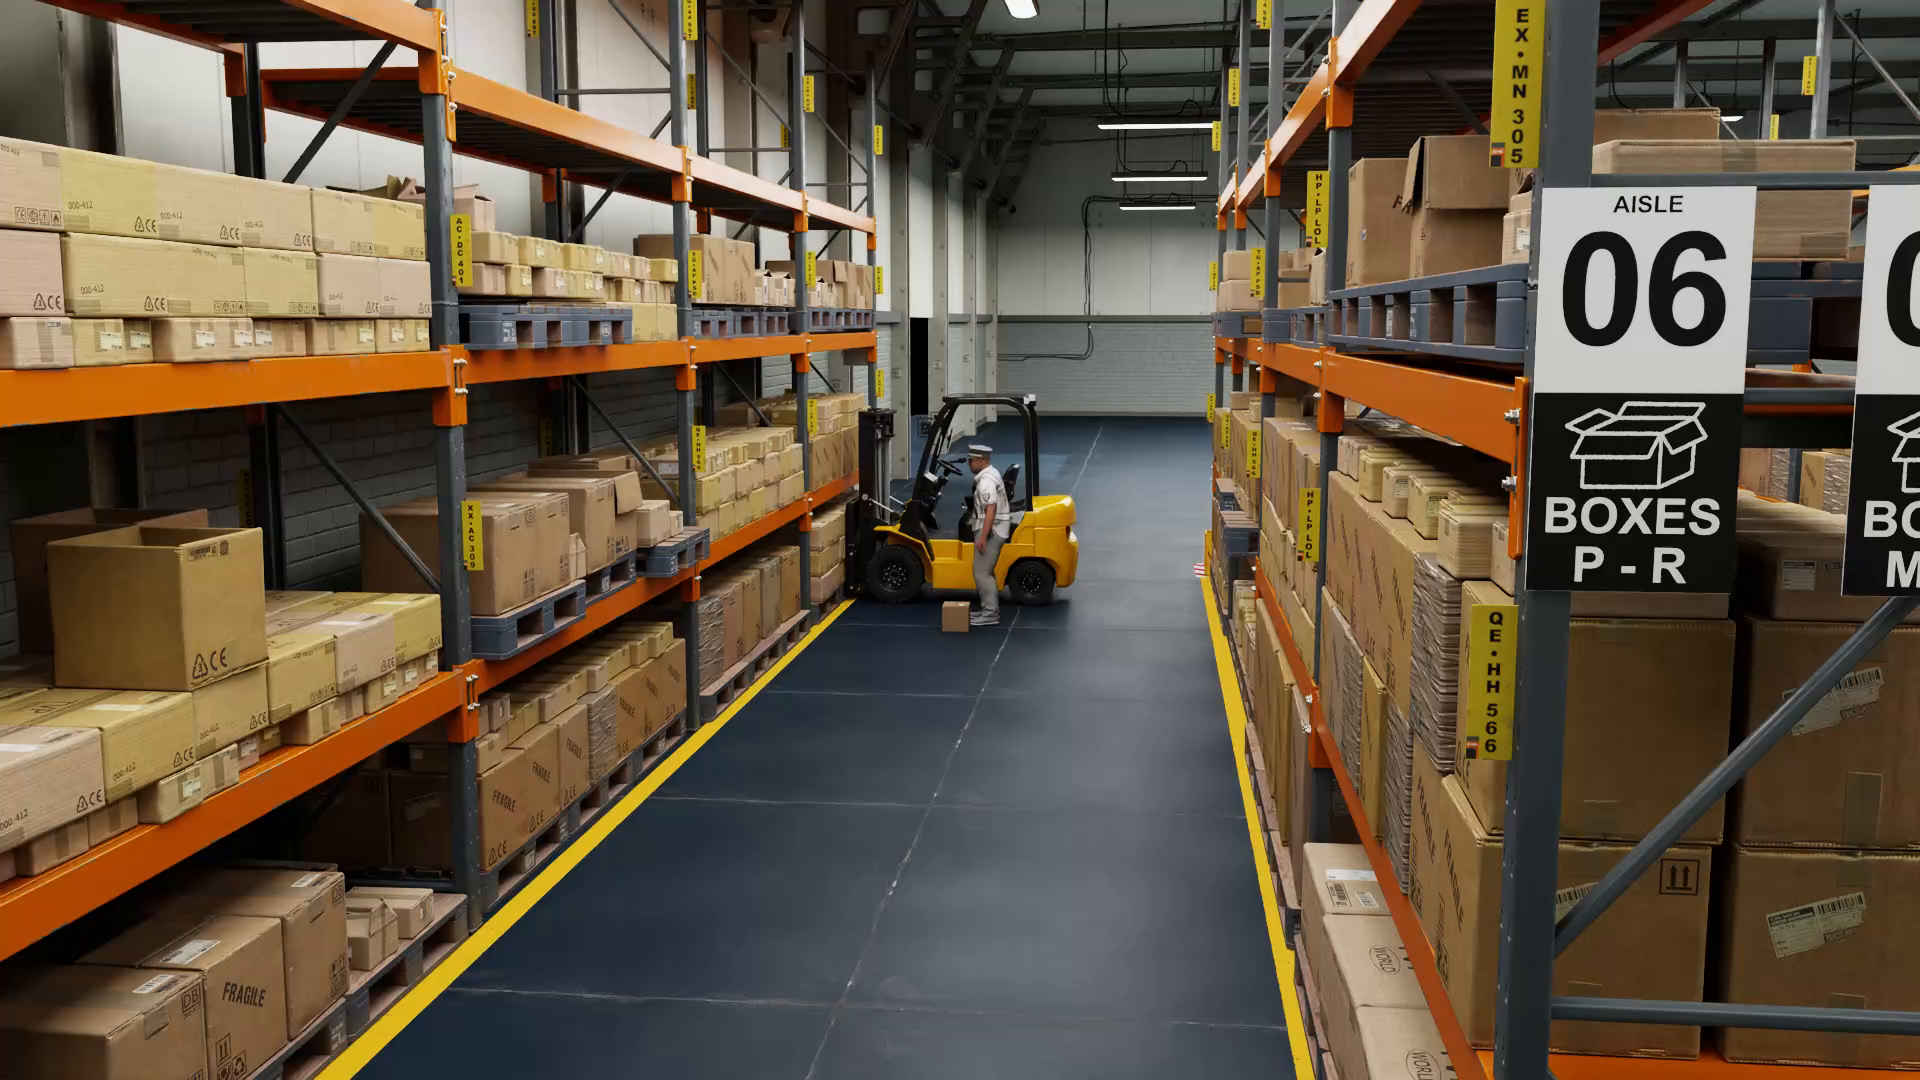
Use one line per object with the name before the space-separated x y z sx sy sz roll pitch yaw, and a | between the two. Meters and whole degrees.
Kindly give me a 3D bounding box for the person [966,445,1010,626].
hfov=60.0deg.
person | 0.272 -0.053 16.161 0.431 1.748 0.606 0 8 3
